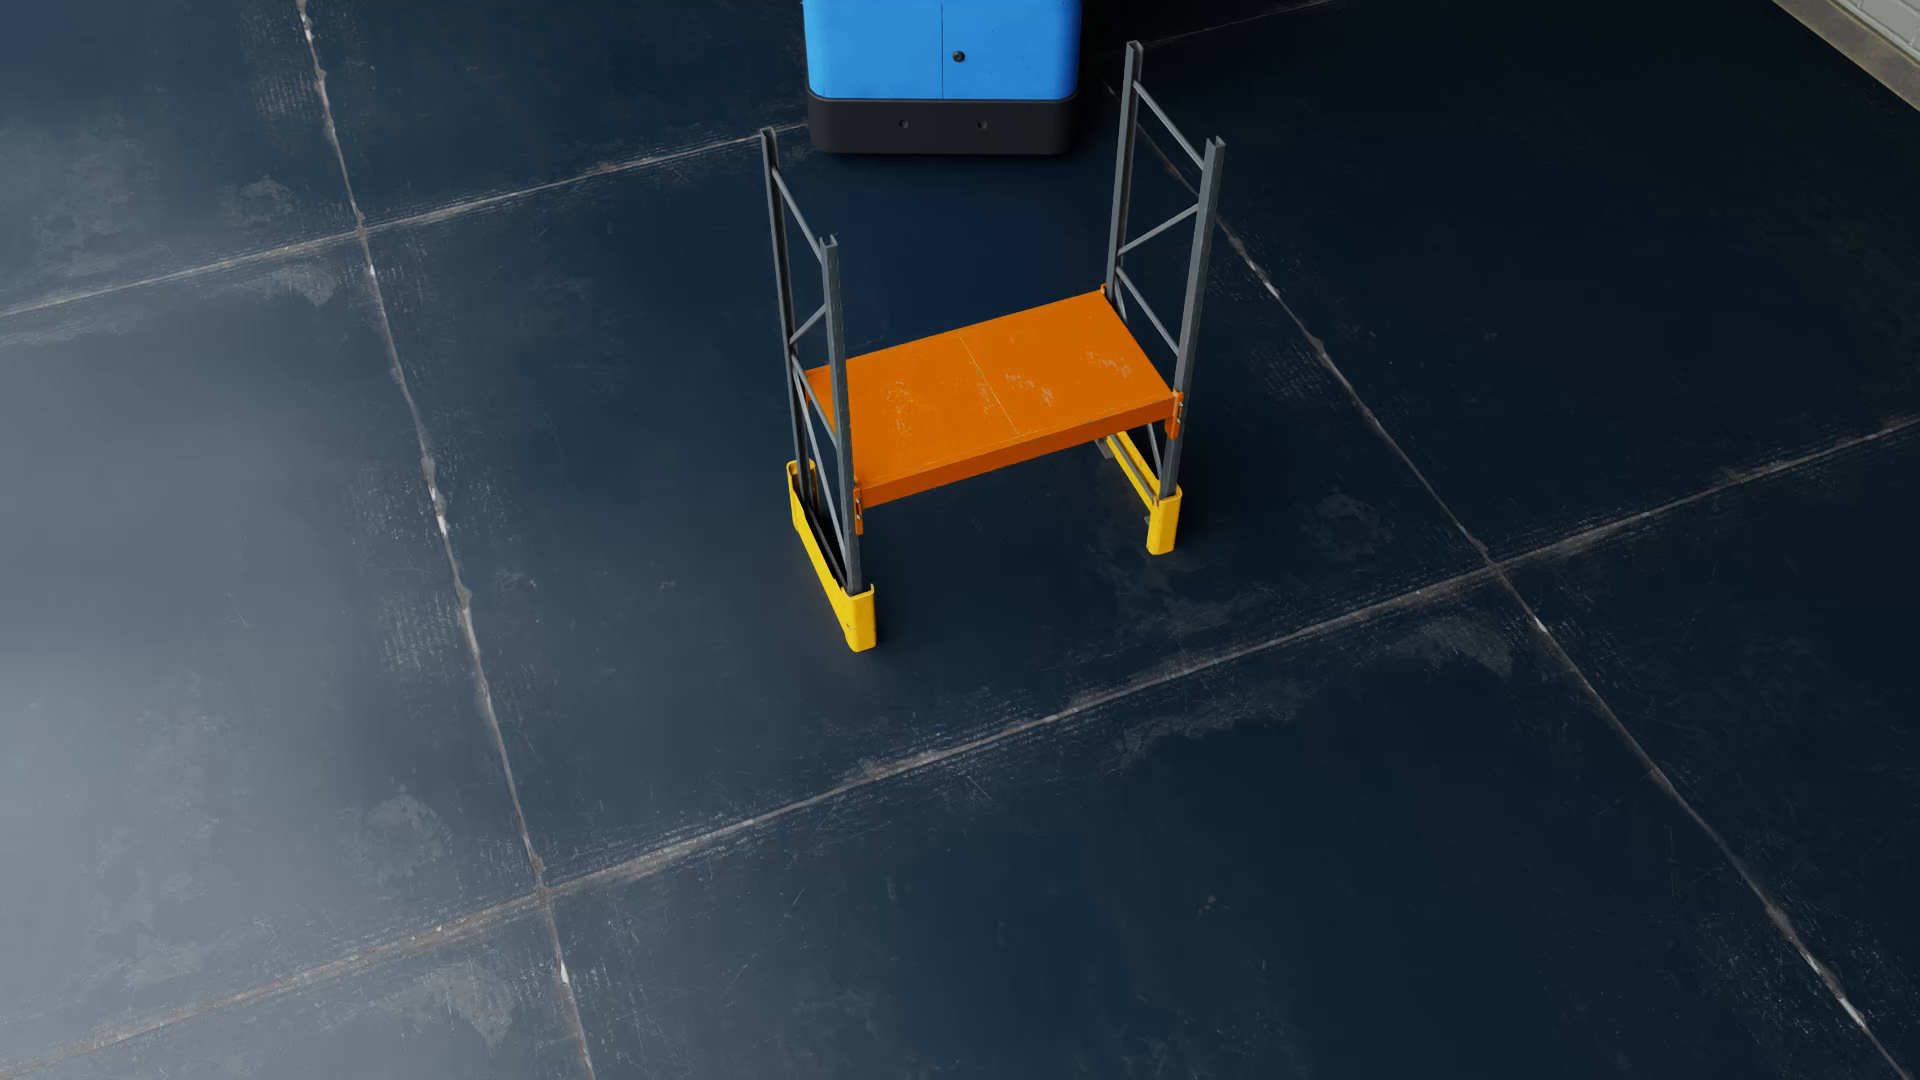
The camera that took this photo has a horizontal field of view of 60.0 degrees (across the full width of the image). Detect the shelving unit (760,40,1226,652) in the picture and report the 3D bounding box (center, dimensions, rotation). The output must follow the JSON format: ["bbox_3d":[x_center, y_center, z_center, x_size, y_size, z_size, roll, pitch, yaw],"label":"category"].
[{"bbox_3d":[0.071,-0.510,4.700,1.083,1.500,0.587,-17,52,-14],"label":"shelving unit"}]

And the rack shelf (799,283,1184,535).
[{"bbox_3d":[0.079,-0.396,4.838,1.000,0.185,0.538,-17,52,-14],"label":"rack shelf"}]

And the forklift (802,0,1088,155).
[{"bbox_3d":[-0.046,-3.551,6.367,1.130,2.935,3.031,1,49,0],"label":"forklift"}]

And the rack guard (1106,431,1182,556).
[{"bbox_3d":[0.532,-0.246,5.297,0.087,0.250,0.587,-17,52,-14],"label":"rack guard"}]

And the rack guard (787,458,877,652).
[{"bbox_3d":[-0.390,0.040,5.051,0.087,0.250,0.587,-17,52,-14],"label":"rack guard"}]

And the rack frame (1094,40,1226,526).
[{"bbox_3d":[0.550,-0.659,4.827,0.032,1.500,0.500,-17,52,-14],"label":"rack frame"}]

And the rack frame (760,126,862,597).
[{"bbox_3d":[-0.392,-0.367,4.577,0.032,1.500,0.500,-17,52,-14],"label":"rack frame"}]
